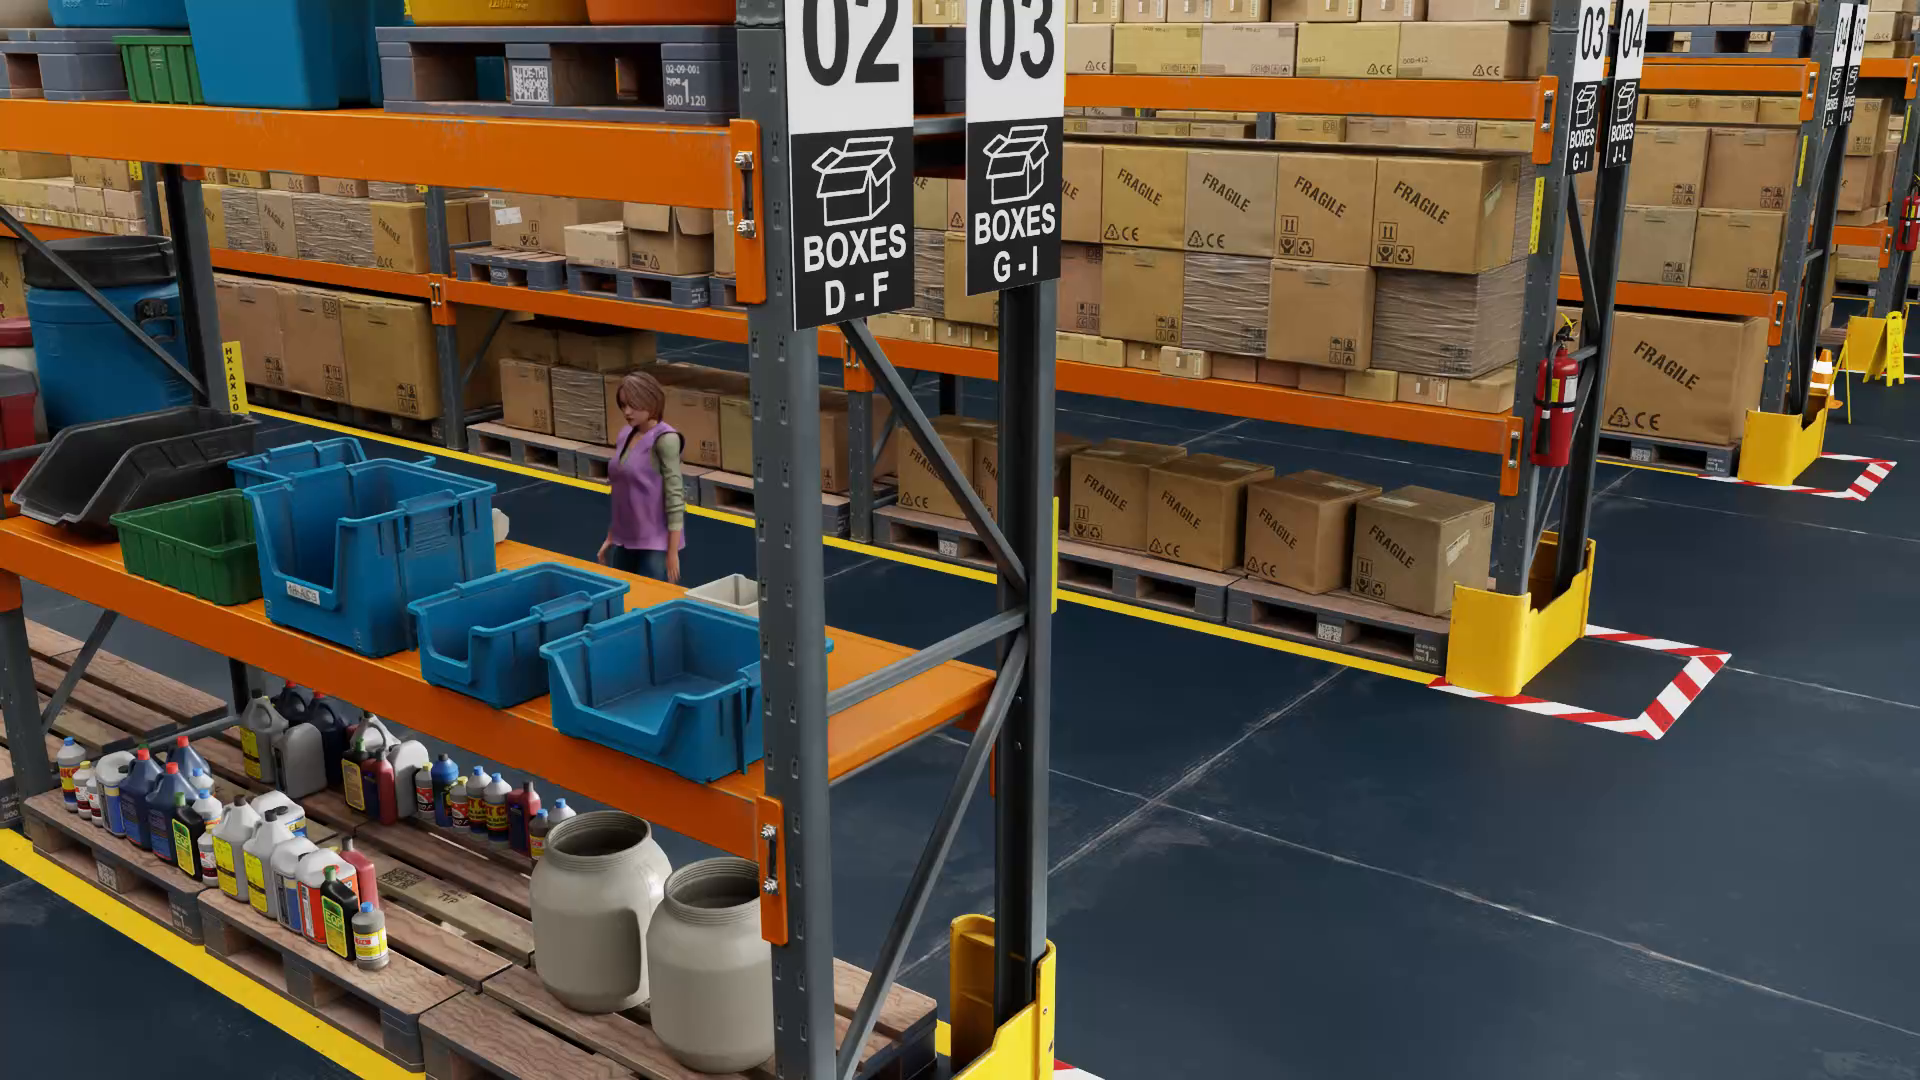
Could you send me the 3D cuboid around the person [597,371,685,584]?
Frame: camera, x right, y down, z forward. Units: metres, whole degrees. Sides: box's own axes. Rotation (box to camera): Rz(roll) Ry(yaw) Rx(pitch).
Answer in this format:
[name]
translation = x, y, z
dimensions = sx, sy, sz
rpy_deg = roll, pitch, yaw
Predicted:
[person]
translation = -1.433, 0.045, 7.393
dimensions = 0.595, 1.586, 0.447
rpy_deg = -16, 23, -42
